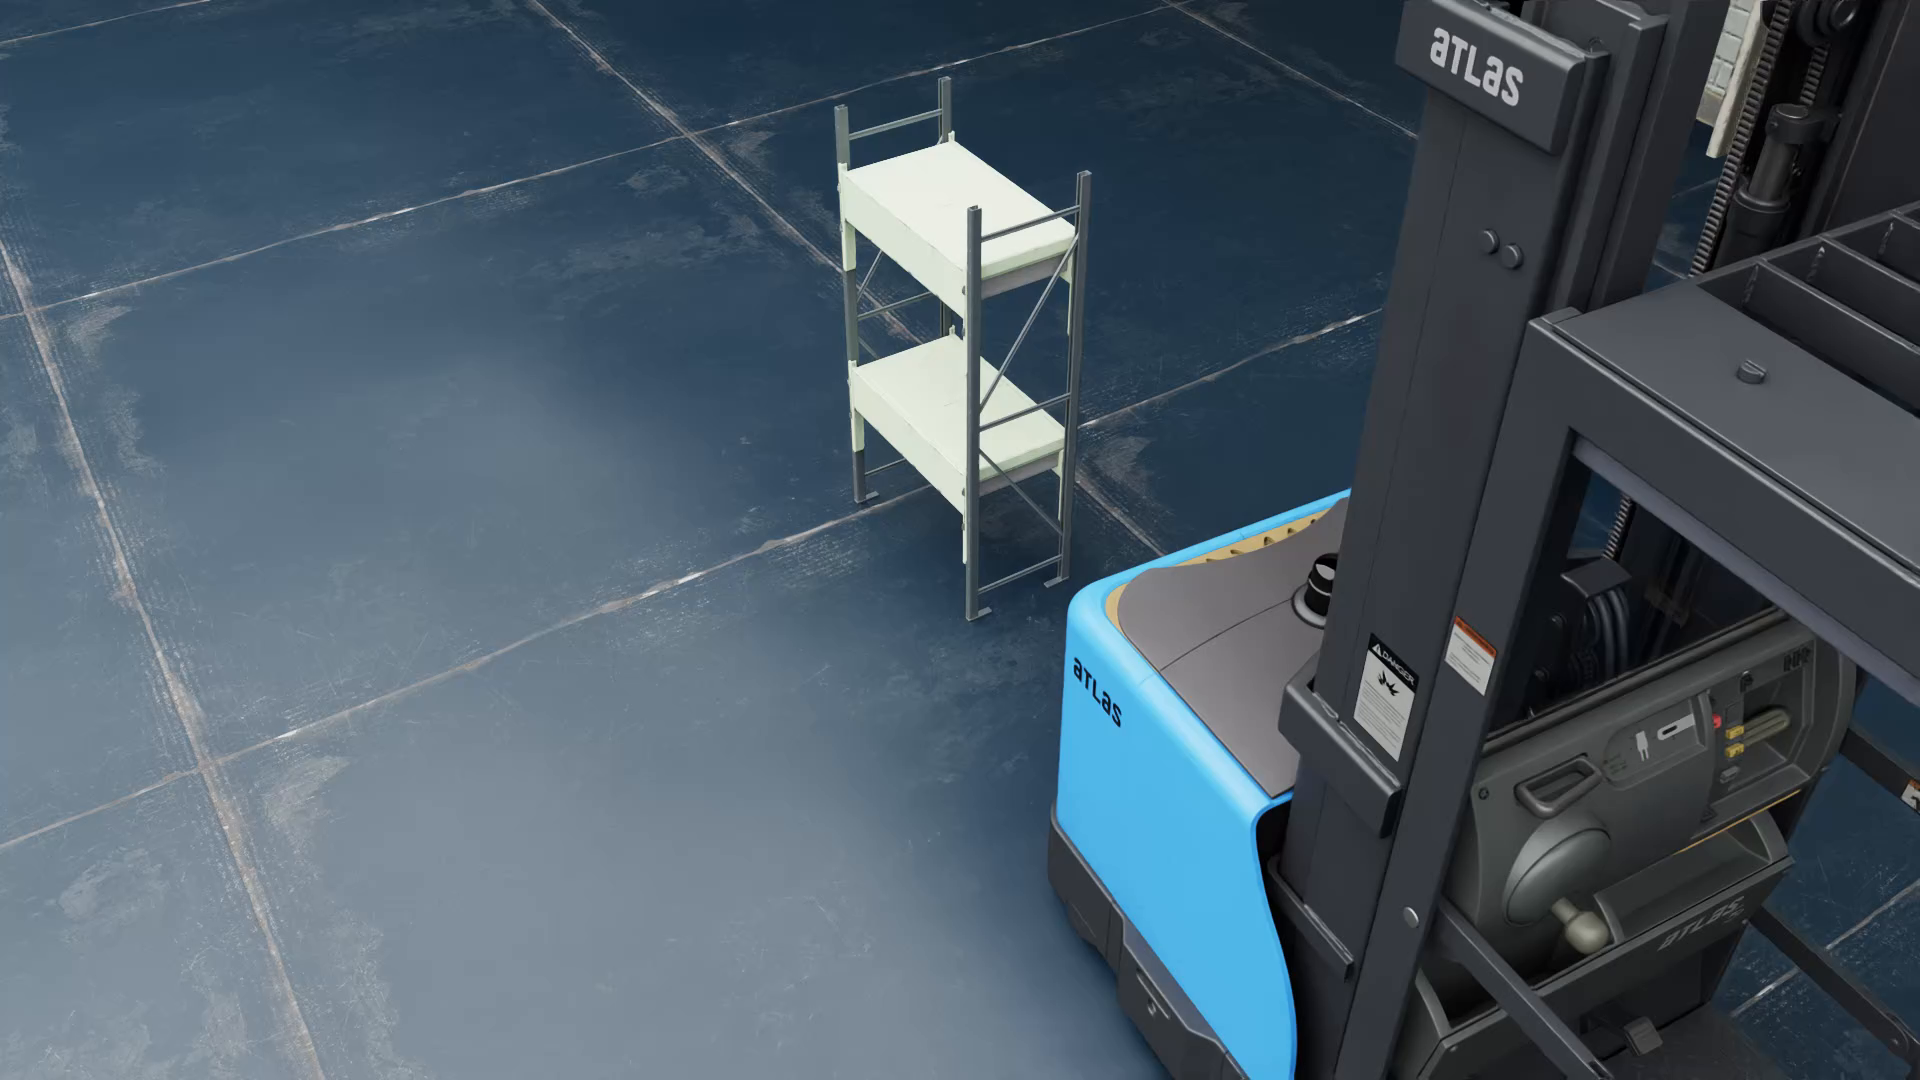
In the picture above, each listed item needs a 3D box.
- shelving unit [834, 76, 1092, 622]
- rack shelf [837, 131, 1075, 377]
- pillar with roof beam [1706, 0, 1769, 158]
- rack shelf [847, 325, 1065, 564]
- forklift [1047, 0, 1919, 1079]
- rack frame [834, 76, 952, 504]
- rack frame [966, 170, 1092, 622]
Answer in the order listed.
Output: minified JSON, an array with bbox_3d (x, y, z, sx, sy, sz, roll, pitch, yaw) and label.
[{"bbox_3d":[-0.004,-0.580,5.274,0.431,1.500,0.755,-22,45,-24],"label":"shelving unit"},{"bbox_3d":[-0.004,-0.880,5.024,0.431,0.370,0.720,-22,45,-24],"label":"rack shelf"},{"bbox_3d":[0.178,-3.772,3.248,9.100,9.000,0.400,-22,45,-24],"label":"pillar with roof beam"},{"bbox_3d":[-0.004,-0.329,5.483,0.431,0.370,0.720,-22,45,-24],"label":"rack shelf"},{"bbox_3d":[1.378,0.505,2.854,1.130,2.935,3.031,-19,43,-21],"label":"forklift"},{"bbox_3d":[-0.200,-0.777,5.511,0.400,1.500,0.023,-22,45,-24],"label":"rack frame"},{"bbox_3d":[0.193,-0.382,5.037,0.400,1.500,0.023,-22,45,-24],"label":"rack frame"}]
